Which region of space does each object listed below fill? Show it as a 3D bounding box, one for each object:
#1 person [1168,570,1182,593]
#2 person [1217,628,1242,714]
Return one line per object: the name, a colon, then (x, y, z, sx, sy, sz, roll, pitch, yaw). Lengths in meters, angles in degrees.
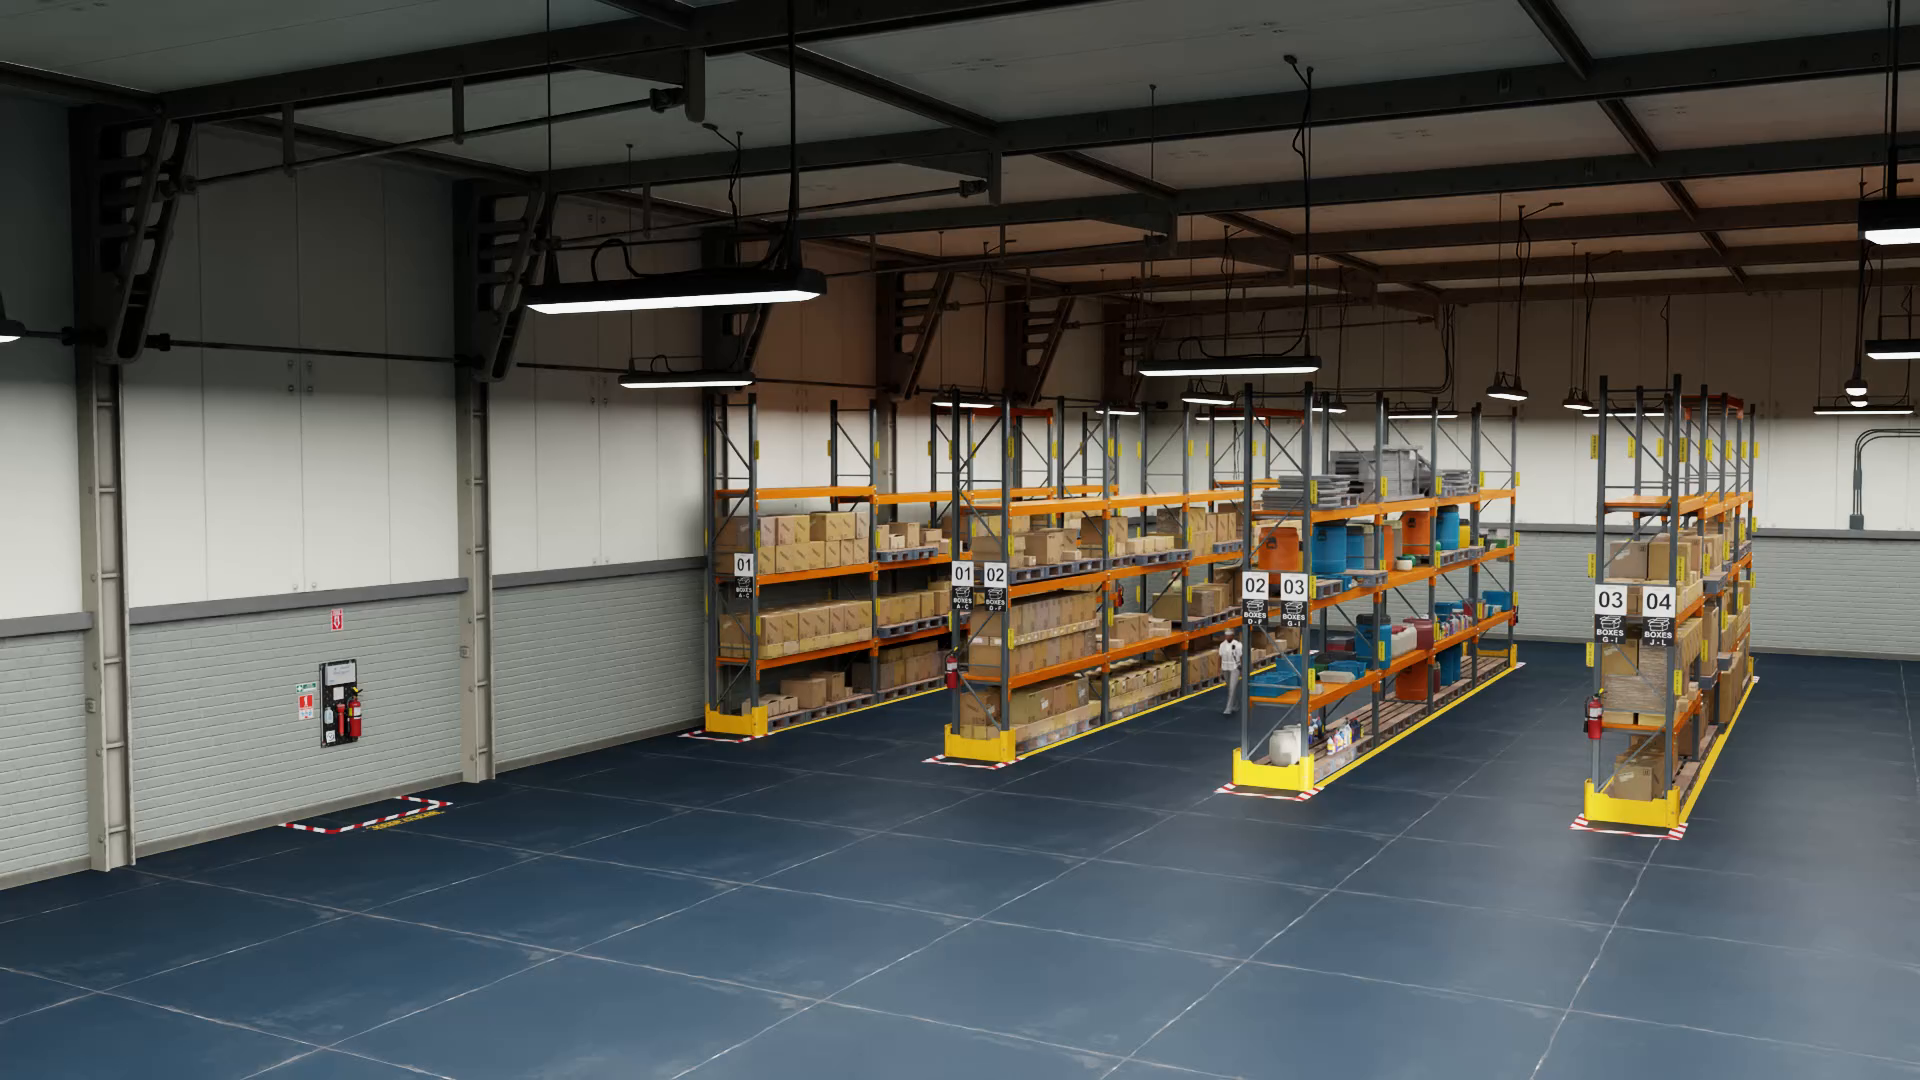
person: (6.037, 1.651, 46.736, 0.451, 1.639, 0.853, -1, 3, -22)
person: (5.090, 2.468, 31.439, 0.466, 1.625, 0.986, 2, 4, 37)
